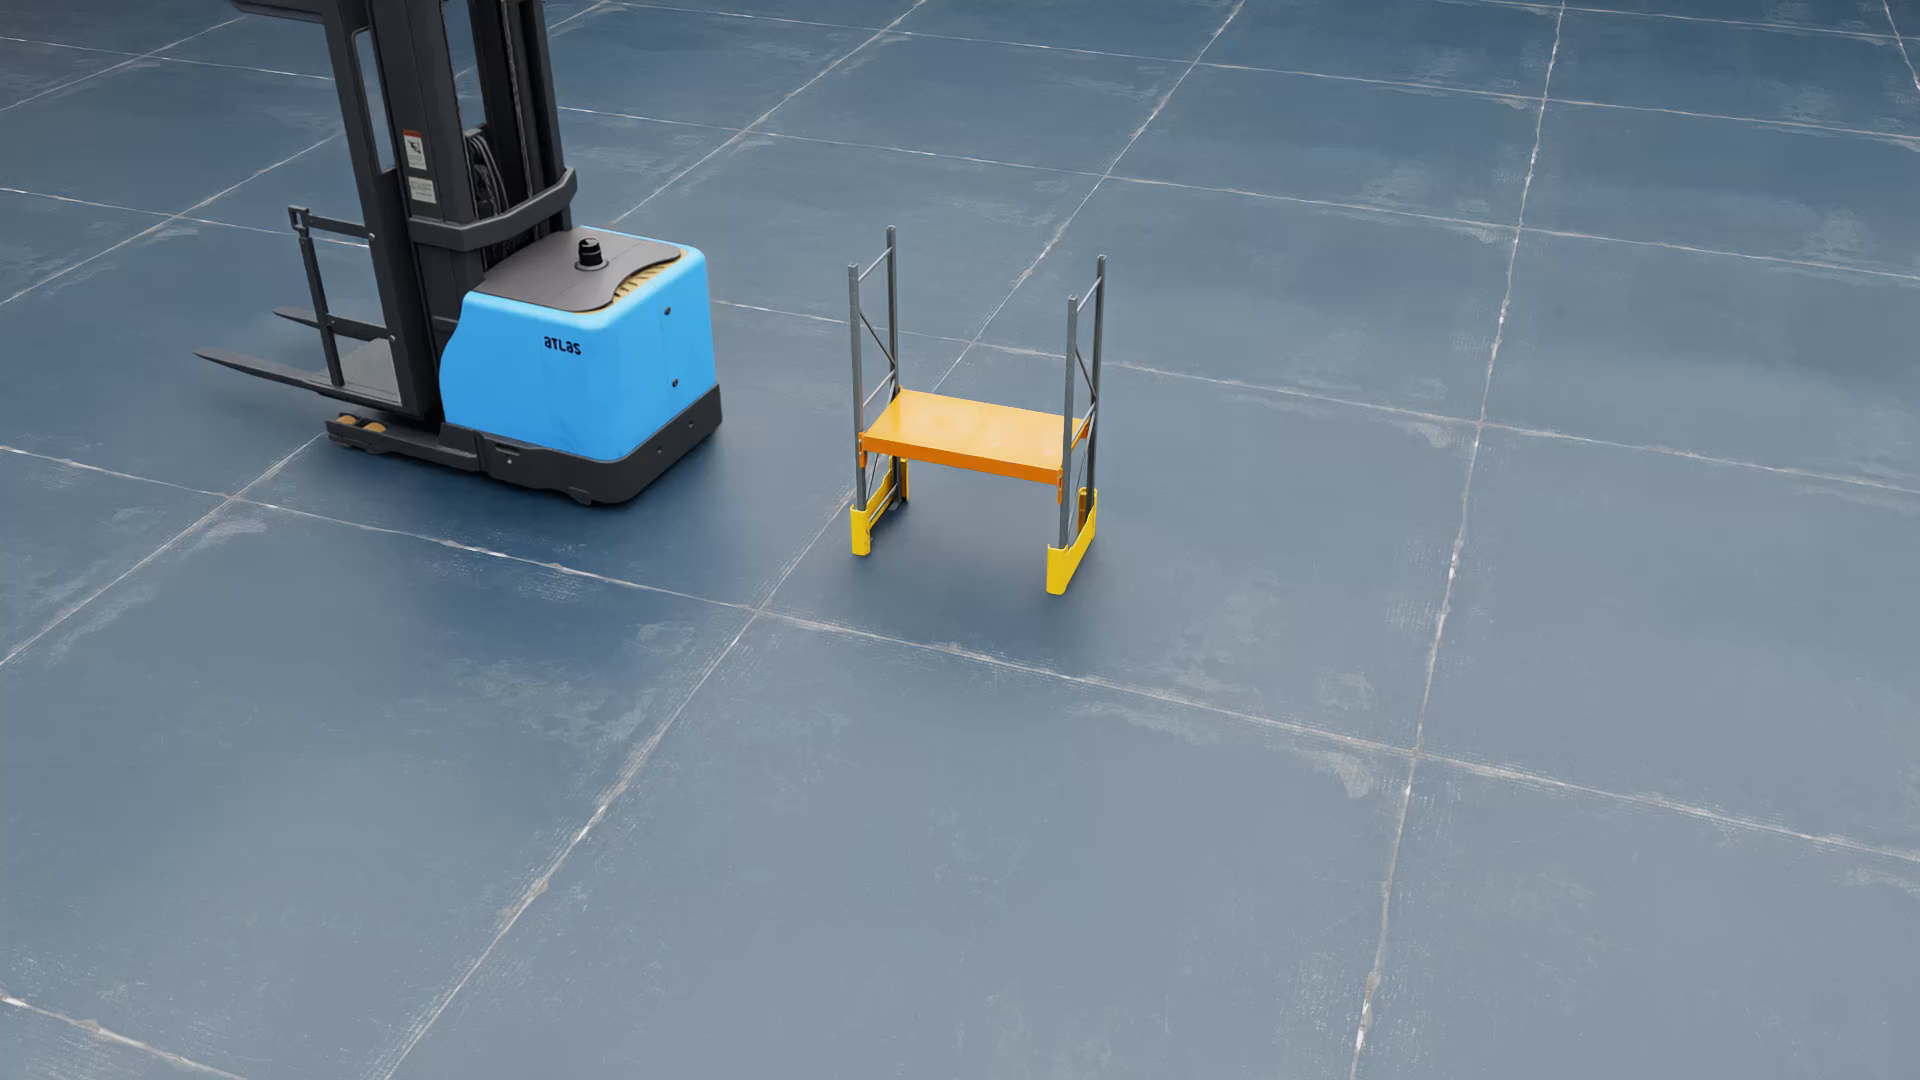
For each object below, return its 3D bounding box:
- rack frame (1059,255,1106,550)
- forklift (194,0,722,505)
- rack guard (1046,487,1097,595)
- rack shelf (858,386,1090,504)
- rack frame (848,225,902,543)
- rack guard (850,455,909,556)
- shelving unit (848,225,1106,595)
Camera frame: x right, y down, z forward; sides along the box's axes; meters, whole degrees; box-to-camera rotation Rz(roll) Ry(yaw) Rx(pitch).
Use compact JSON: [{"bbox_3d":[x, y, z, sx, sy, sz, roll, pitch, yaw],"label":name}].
[{"bbox_3d":[0.559,-0.521,7.675,0.032,1.500,0.500,11,34,16],"label":"rack frame"},{"bbox_3d":[-2.865,-1.938,8.550,3.031,2.935,1.130,14,35,21],"label":"forklift"},{"bbox_3d":[0.541,0.000,8.019,0.087,0.250,0.587,11,34,16],"label":"rack guard"},{"bbox_3d":[0.080,-0.463,7.917,1.000,0.185,0.538,11,34,16],"label":"rack shelf"},{"bbox_3d":[-0.398,-0.707,7.963,0.032,1.500,0.500,11,34,16],"label":"rack frame"},{"bbox_3d":[-0.397,-0.182,8.302,0.087,0.250,0.587,11,34,16],"label":"rack guard"},{"bbox_3d":[0.072,-0.616,7.822,1.083,1.500,0.587,11,34,16],"label":"shelving unit"}]
